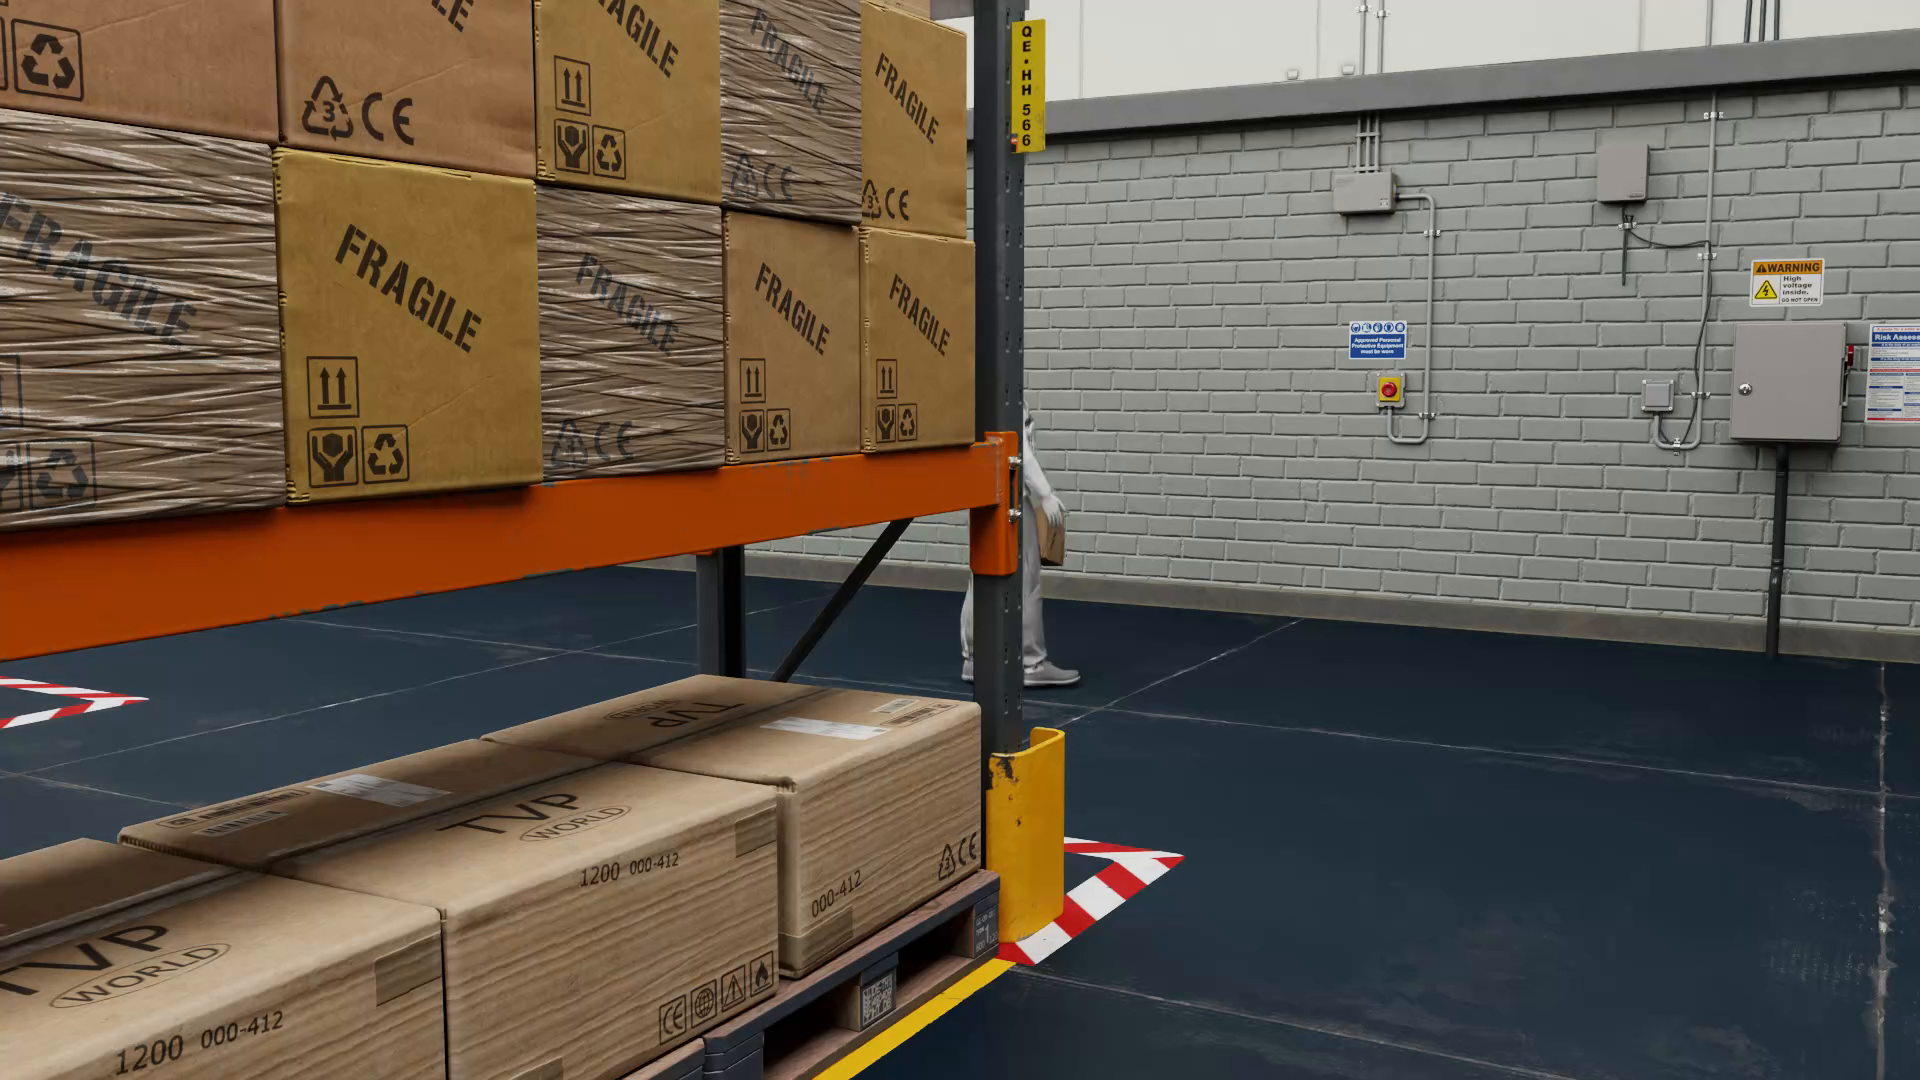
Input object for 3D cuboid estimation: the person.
[{"bbox_3d":[0.264,-0.175,7.763,0.516,1.691,0.543,-2,7,-22],"label":"person"}]
